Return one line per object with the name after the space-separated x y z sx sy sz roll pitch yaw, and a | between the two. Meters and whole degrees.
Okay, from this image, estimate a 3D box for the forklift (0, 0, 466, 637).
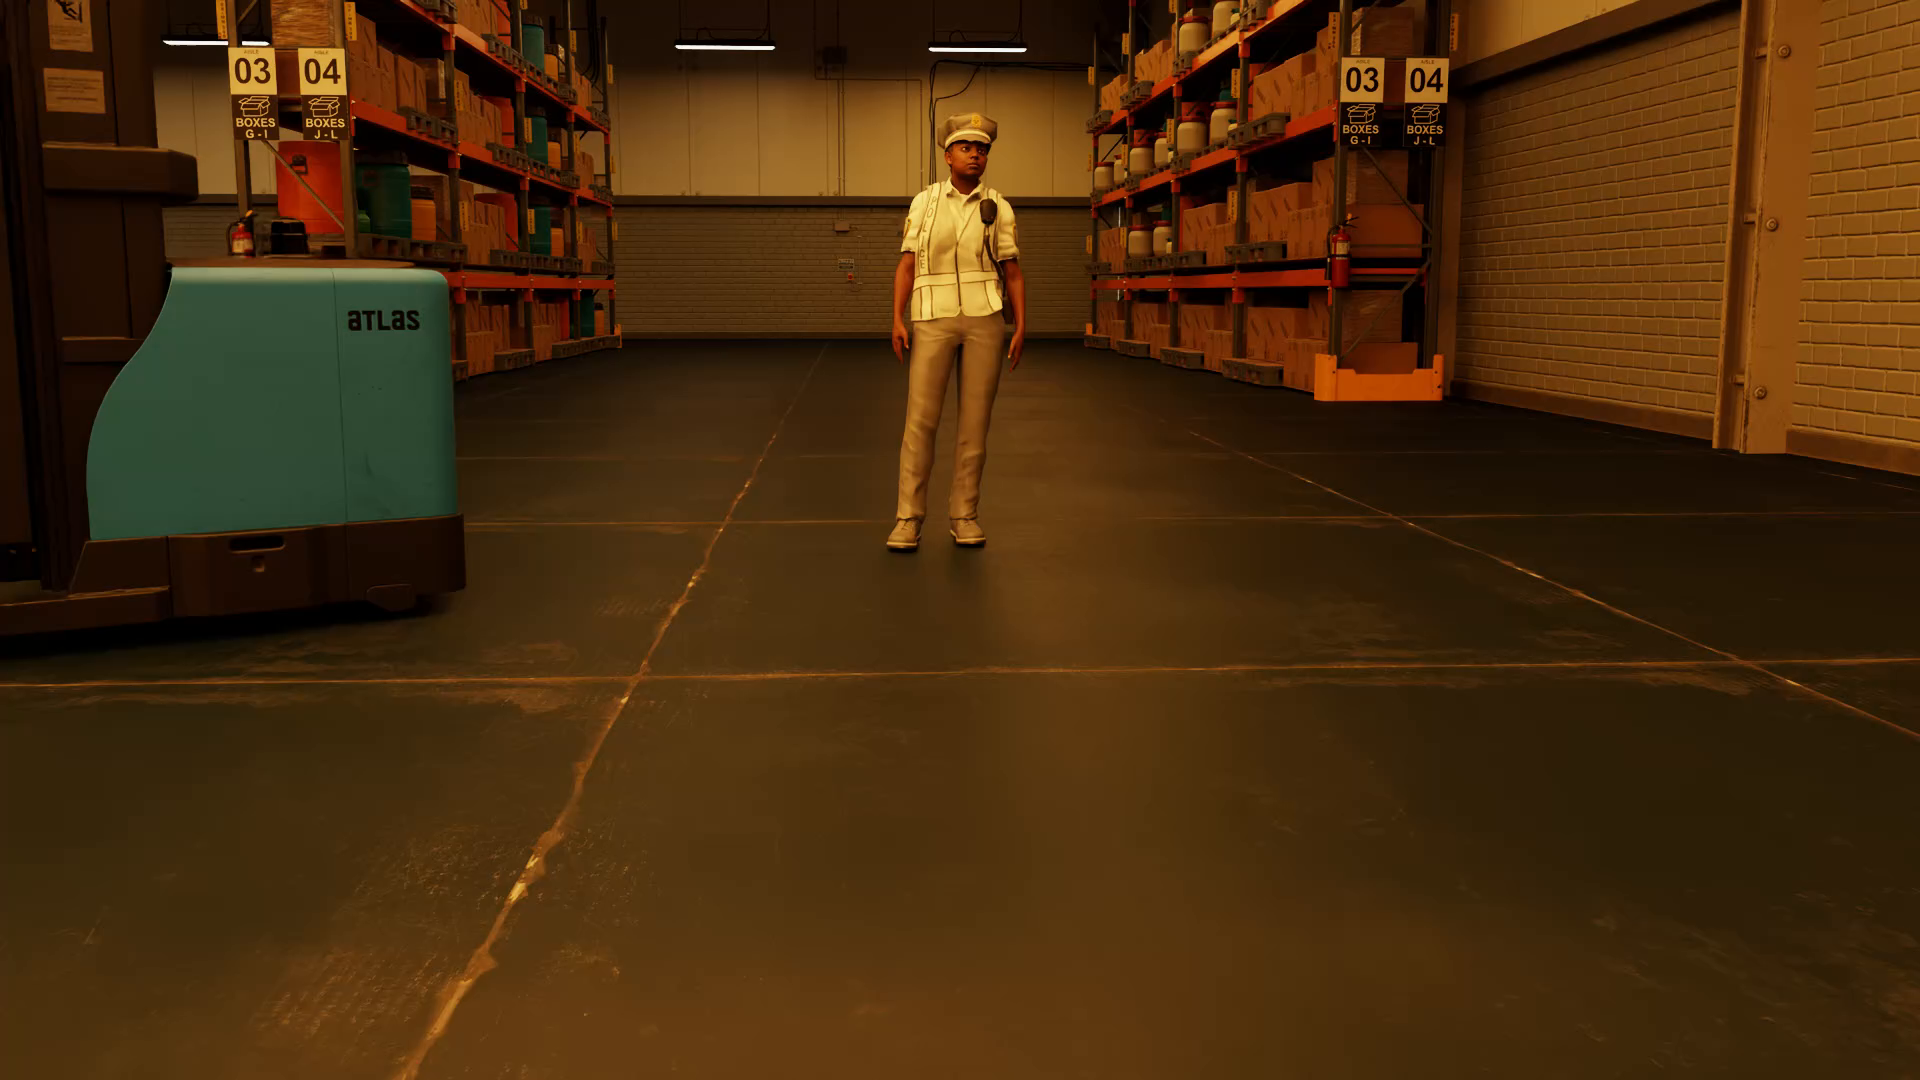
-3.096 -1.168 4.694 3.031 2.935 1.130 -5 10 -31 | forklift

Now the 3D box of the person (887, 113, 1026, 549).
-0.015 -0.834 6.609 0.570 1.697 0.528 -1 8 -4 | person
